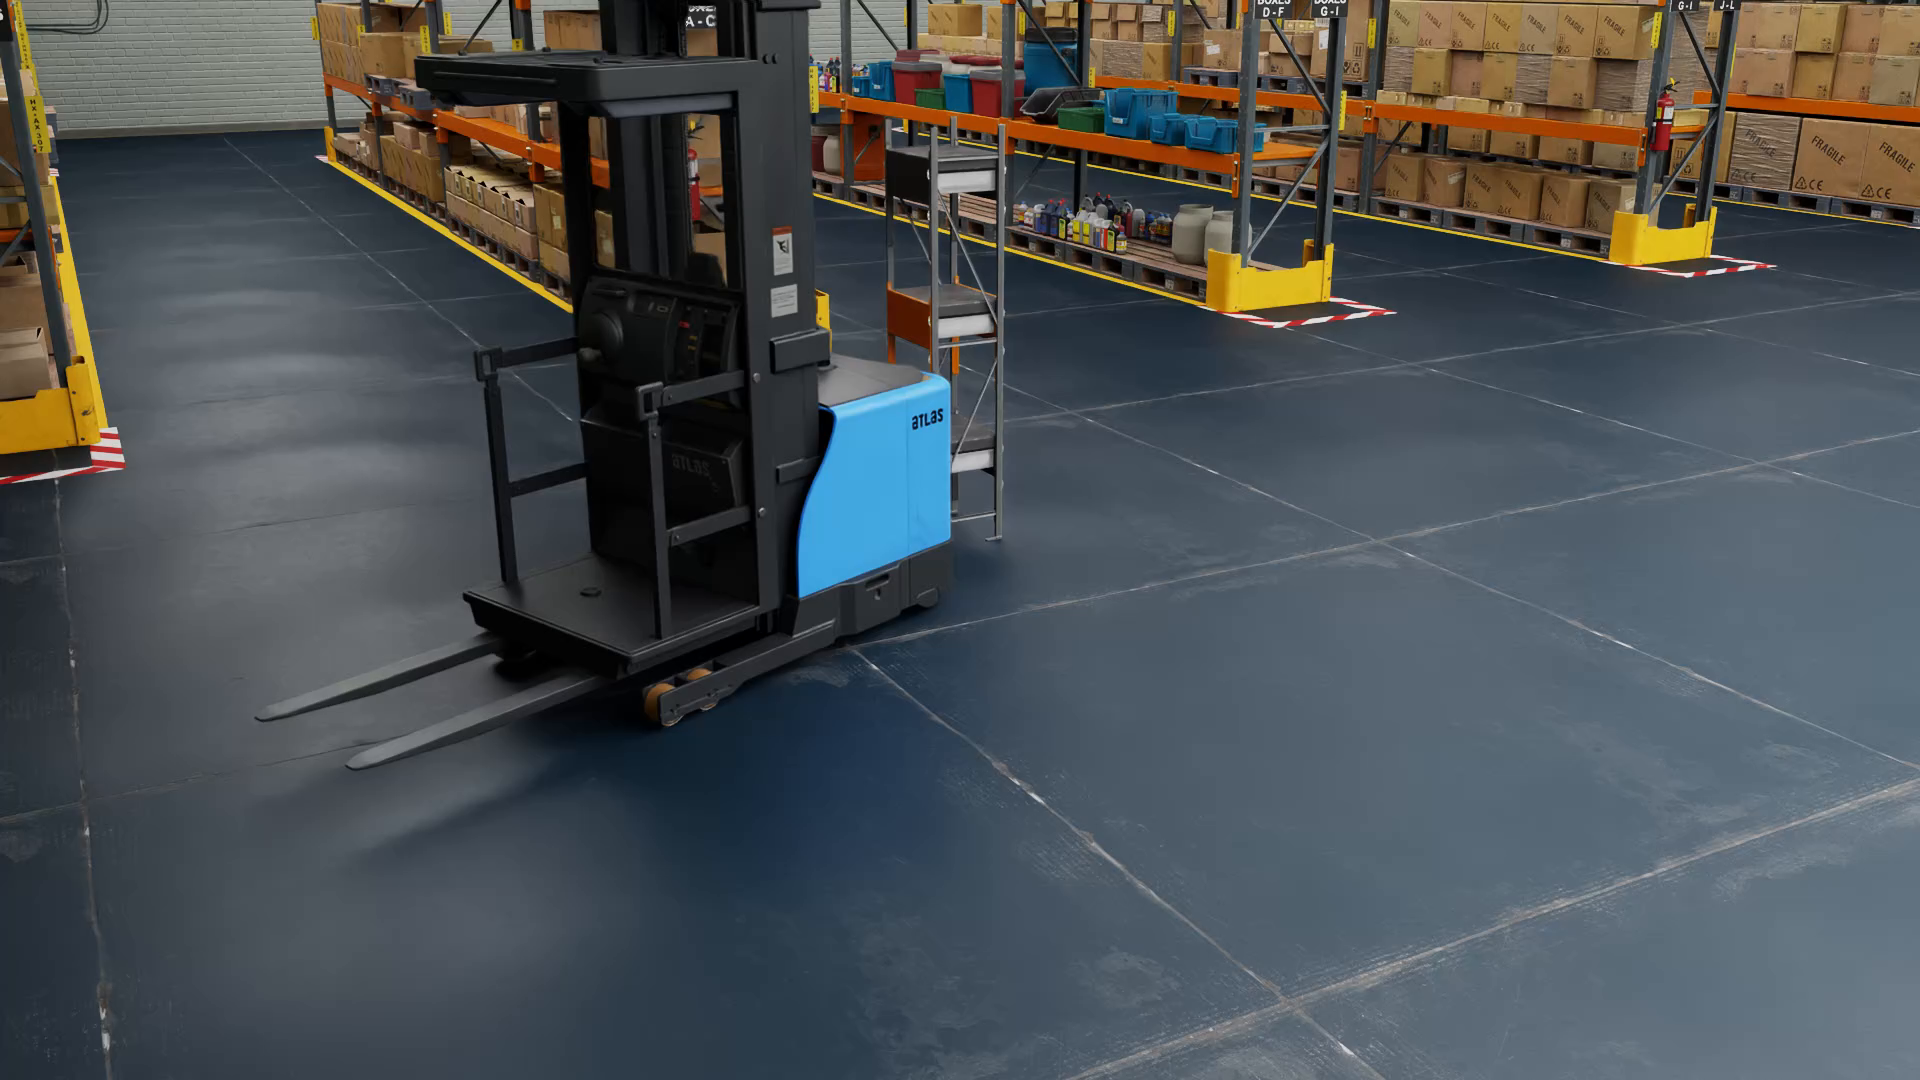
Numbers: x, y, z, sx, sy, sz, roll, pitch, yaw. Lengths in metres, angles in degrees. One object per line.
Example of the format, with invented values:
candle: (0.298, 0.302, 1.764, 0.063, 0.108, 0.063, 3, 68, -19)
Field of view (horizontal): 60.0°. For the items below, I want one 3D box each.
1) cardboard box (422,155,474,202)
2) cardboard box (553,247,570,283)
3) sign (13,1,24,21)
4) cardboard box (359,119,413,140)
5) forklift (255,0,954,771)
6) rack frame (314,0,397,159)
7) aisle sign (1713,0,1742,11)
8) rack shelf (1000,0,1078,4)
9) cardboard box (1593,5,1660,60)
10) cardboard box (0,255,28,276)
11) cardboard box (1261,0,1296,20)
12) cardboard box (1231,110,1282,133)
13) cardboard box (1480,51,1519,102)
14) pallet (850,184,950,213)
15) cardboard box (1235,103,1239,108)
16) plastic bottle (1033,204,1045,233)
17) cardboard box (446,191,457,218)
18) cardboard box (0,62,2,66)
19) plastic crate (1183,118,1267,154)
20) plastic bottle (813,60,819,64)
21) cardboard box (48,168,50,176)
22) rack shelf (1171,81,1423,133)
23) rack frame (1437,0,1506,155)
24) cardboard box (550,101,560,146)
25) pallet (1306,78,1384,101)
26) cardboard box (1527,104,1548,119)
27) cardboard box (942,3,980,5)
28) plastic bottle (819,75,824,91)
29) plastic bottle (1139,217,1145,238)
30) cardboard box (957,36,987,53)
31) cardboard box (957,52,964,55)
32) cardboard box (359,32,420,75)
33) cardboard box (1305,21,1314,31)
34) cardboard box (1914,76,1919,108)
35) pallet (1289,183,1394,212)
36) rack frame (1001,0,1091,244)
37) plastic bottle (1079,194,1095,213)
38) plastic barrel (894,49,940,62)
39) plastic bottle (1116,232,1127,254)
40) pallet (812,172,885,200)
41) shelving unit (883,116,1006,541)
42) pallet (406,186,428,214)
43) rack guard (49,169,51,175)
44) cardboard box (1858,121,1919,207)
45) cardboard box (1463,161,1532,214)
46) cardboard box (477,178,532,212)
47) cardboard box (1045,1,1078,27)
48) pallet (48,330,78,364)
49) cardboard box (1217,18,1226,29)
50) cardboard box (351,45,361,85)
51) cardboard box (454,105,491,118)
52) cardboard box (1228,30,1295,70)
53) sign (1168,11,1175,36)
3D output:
cardboard box: (-6.012, -4.281, 19.597, 0.500, 0.500, 0.500, -9, 21, -25)
cardboard box: (-3.275, -2.448, 14.700, 0.500, 0.250, 0.500, -10, 21, -27)
sign: (-13.034, -7.290, 23.021, 0.100, 0.325, 0.005, -10, 21, -27)
cardboard box: (-8.157, -5.737, 23.812, 0.797, 0.503, 0.637, -10, 21, -27)
forklift: (-1.356, -0.839, 6.569, 1.130, 2.935, 3.031, 15, 24, 37)
rack frame: (-9.160, -7.319, 25.243, 1.000, 3.000, 0.127, -10, 21, -27)
aisle sign: (7.451, -5.517, 16.035, 0.394, 0.787, 0.004, -10, 21, -27)
rack shelf: (-0.051, -6.292, 18.772, 1.077, 0.370, 4.000, -10, 21, -27)
cardboard box: (6.679, -5.039, 16.495, 0.500, 0.500, 0.500, -10, 21, -27)
cardboard box: (-7.292, -1.840, 12.524, 0.500, 0.500, 0.500, -12, 22, -31)
cardboard box: (5.411, -9.197, 28.543, 0.500, 0.500, 0.500, -11, 22, -29)
cardboard box: (3.964, -5.598, 22.265, 0.500, 0.250, 0.500, -7, 20, -21)
cardboard box: (6.151, -5.030, 18.000, 0.875, 0.500, 0.500, -10, 21, -27)
pallet: (-0.667, -4.242, 20.601, 1.003, 0.211, 1.213, -10, 21, -27)
cardboard box: (5.128, -7.713, 29.656, 0.380, 0.149, 0.250, -10, 21, -26)
plastic bottle: (0.842, -3.313, 17.135, 0.152, 0.276, 0.135, -9, 21, -25)
cardboard box: (-5.371, -3.725, 18.400, 0.500, 0.250, 0.500, -10, 21, -27)
cardboard box: (-8.631, -3.858, 14.386, 0.700, 0.500, 0.500, -7, 20, -19)
plastic crate: (2.298, -3.519, 14.459, 0.499, 0.251, 0.616, -10, 21, -27)
plastic bottle: (-2.015, -6.565, 23.250, 0.152, 0.276, 0.135, -10, 21, -27)
cardboard box: (-6.368, -2.379, 11.127, 0.500, 0.250, 0.500, -10, 22, -28)
rack shelf: (4.308, -5.642, 21.485, 1.077, 0.370, 4.000, -10, 21, -27)
rack frame: (7.772, -7.295, 25.174, 1.000, 3.000, 0.127, -10, 21, -27)
cardboard box: (-3.246, -3.795, 14.878, 0.700, 0.500, 0.500, -11, 22, -28)
pallet: (5.023, -5.559, 20.436, 1.003, 0.211, 1.213, -10, 21, -27)
cardboard box: (6.233, -4.547, 17.594, 0.380, 0.149, 0.250, -10, 21, -27)
cardboard box: (0.022, -9.177, 29.253, 0.500, 0.500, 0.500, -10, 21, -26)
plastic bottle: (-1.762, -5.875, 21.363, 0.097, 0.201, 0.097, 0, 19, 0)
plastic bottle: (1.857, -3.161, 16.808, 0.097, 0.201, 0.097, 0, 19, 0)
cardboard box: (0.291, -8.300, 27.862, 0.500, 0.250, 0.500, -10, 22, -28)
cardboard box: (0.170, -8.139, 28.005, 0.380, 0.149, 0.250, -11, 22, -28)
cardboard box: (-7.233, -6.246, 21.336, 0.500, 0.500, 0.700, 16, 25, 39)
cardboard box: (5.912, -8.467, 27.399, 0.380, 0.149, 0.250, -10, 21, -26)
cardboard box: (11.355, -5.169, 18.782, 0.875, 0.550, 0.550, -10, 21, -27)
pallet: (4.887, -4.313, 20.806, 1.003, 0.211, 1.213, -10, 21, -27)
rack frame: (0.899, -4.640, 17.481, 1.000, 3.000, 0.127, -10, 21, -27)
plastic bottle: (1.332, -3.434, 17.370, 0.144, 0.351, 0.185, -10, 21, -27)
plastic barrel: (-0.513, -5.767, 20.536, 0.600, 0.536, 0.708, -10, 21, -27)
plastic bottle: (1.541, -2.837, 15.869, 0.097, 0.201, 0.097, 0, 19, 0)
pallet: (-1.411, -4.690, 21.900, 1.003, 0.211, 1.213, -10, 21, -27)
shelving unit: (-0.079, -1.040, 8.427, 0.431, 2.100, 0.503, -10, 21, -27)
pallet: (-6.258, -4.274, 20.695, 1.003, 0.211, 1.213, -10, 21, -27)
rack guard: (-13.529, -5.376, 23.444, 1.175, 0.500, 0.348, -10, 21, -27)
cardboard box: (11.190, -4.377, 19.331, 0.875, 0.875, 0.875, -10, 21, -26)
cardboard box: (6.055, -3.974, 18.738, 0.500, 0.500, 0.500, -12, 22, -31)
cardboard box: (-4.629, -3.547, 17.023, 0.500, 0.311, 0.500, -10, 22, -27)
cardboard box: (1.770, -8.043, 25.652, 0.797, 0.503, 0.637, -11, 22, -28)
pallet: (-6.886, -1.250, 11.929, 1.003, 0.211, 1.213, -10, 21, -27)
cardboard box: (4.913, -9.019, 29.559, 0.500, 0.500, 0.500, -10, 21, -27)
cardboard box: (-7.970, -6.469, 22.628, 0.500, 0.500, 0.500, -9, 21, -25)
cardboard box: (-5.107, -4.694, 17.771, 0.500, 0.311, 0.500, -10, 22, -27)
cardboard box: (4.003, -6.508, 22.096, 0.700, 0.500, 0.500, -7, 20, -19)
sign: (2.872, -7.016, 22.591, 0.100, 0.325, 0.005, -10, 21, -27)
